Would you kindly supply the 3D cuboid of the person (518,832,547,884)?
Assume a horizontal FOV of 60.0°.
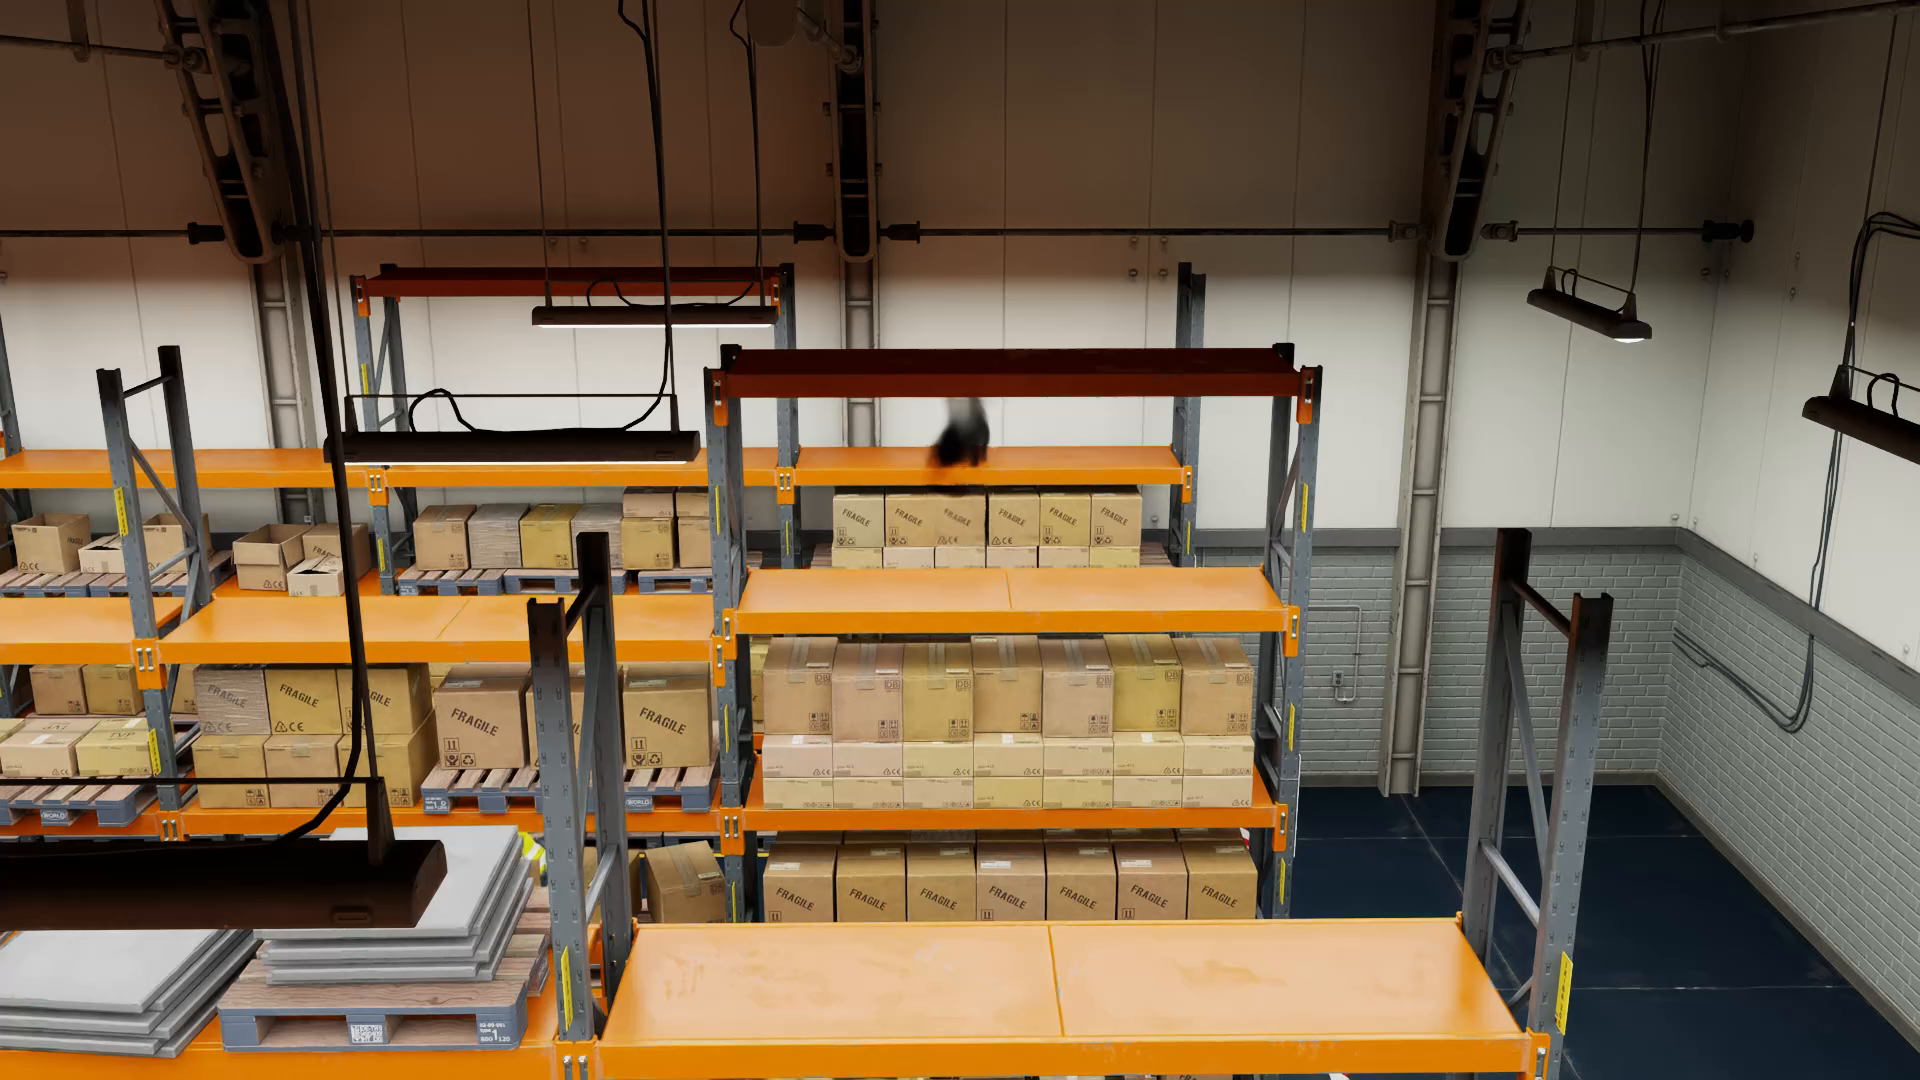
[{"bbox_3d":[-4.074,3.064,15.287,1.014,1.509,0.730,3,16,12],"label":"person"}]
